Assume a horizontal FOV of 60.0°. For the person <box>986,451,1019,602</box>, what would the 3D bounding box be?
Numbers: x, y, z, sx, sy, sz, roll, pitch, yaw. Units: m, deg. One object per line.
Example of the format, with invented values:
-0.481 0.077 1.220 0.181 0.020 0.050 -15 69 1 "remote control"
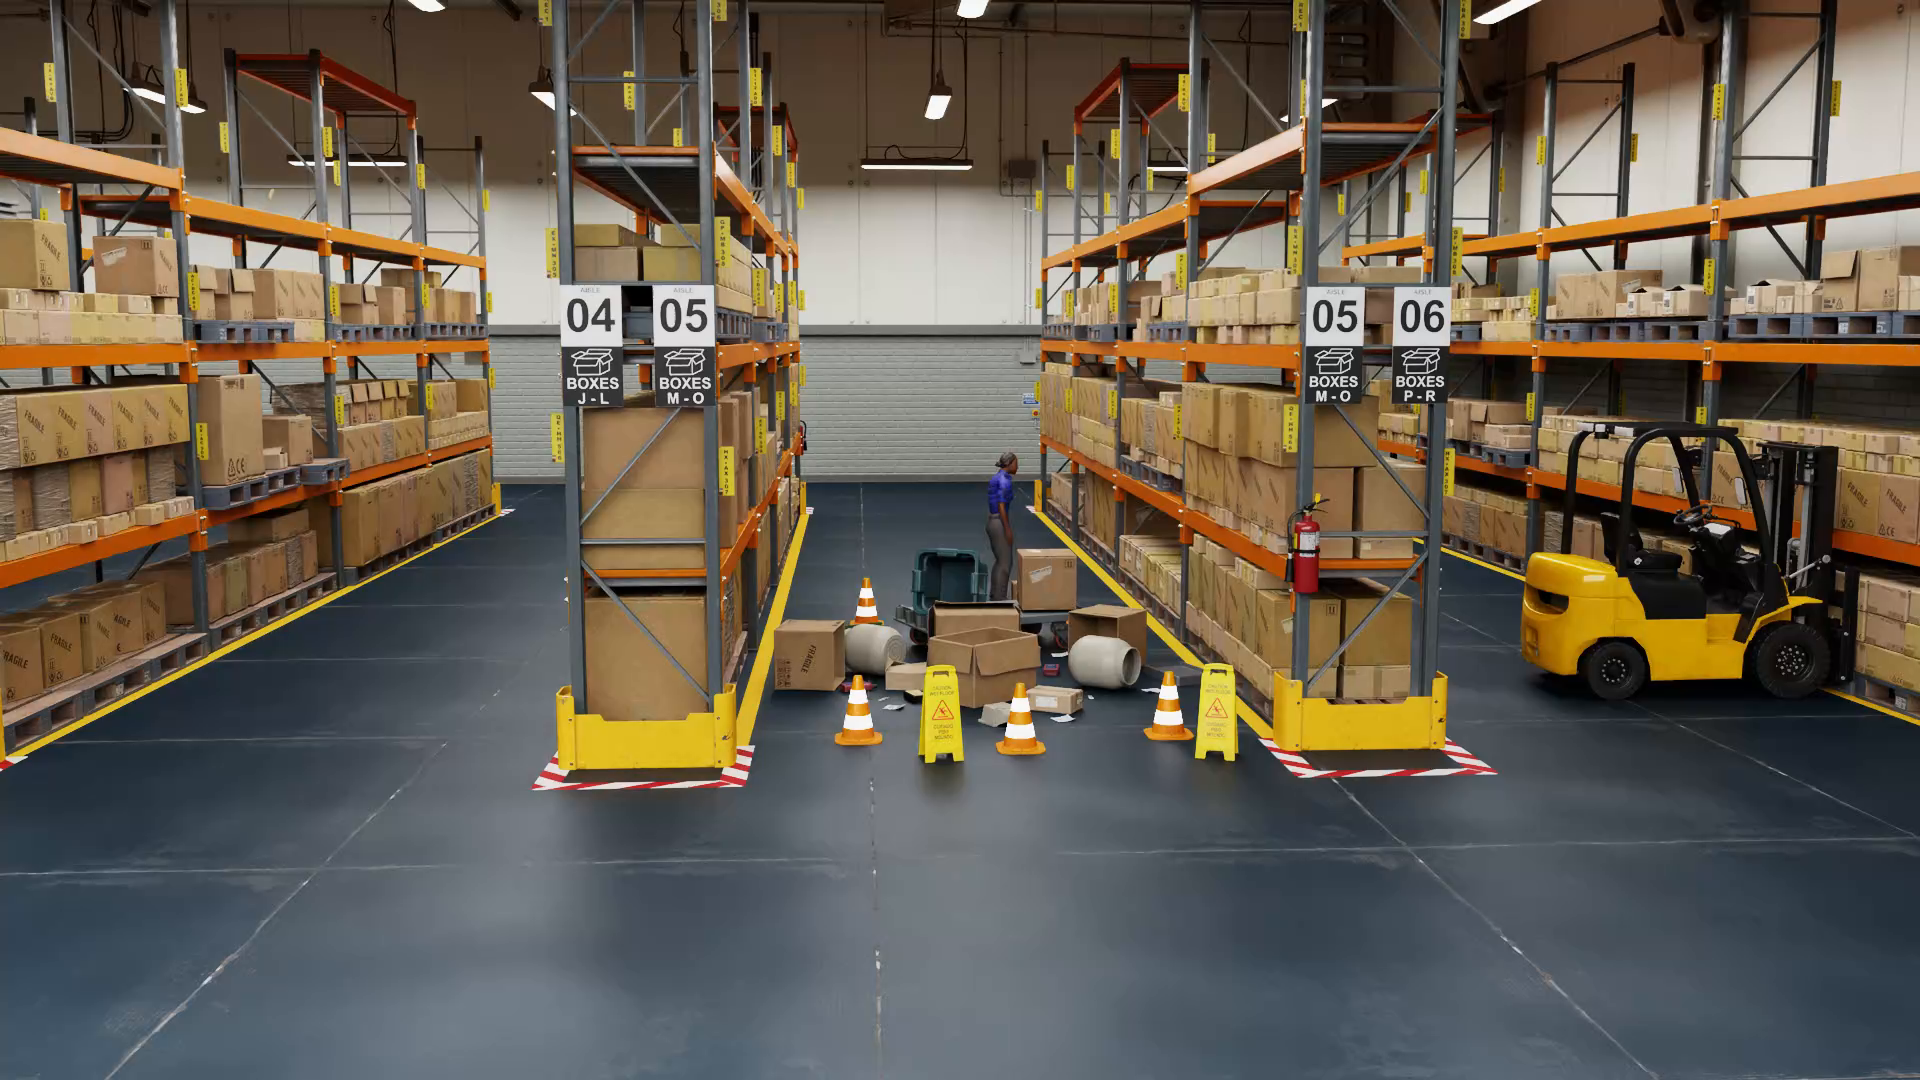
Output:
0.456 -0.116 17.720 0.349 1.655 0.526 -1 7 -6 "person"
